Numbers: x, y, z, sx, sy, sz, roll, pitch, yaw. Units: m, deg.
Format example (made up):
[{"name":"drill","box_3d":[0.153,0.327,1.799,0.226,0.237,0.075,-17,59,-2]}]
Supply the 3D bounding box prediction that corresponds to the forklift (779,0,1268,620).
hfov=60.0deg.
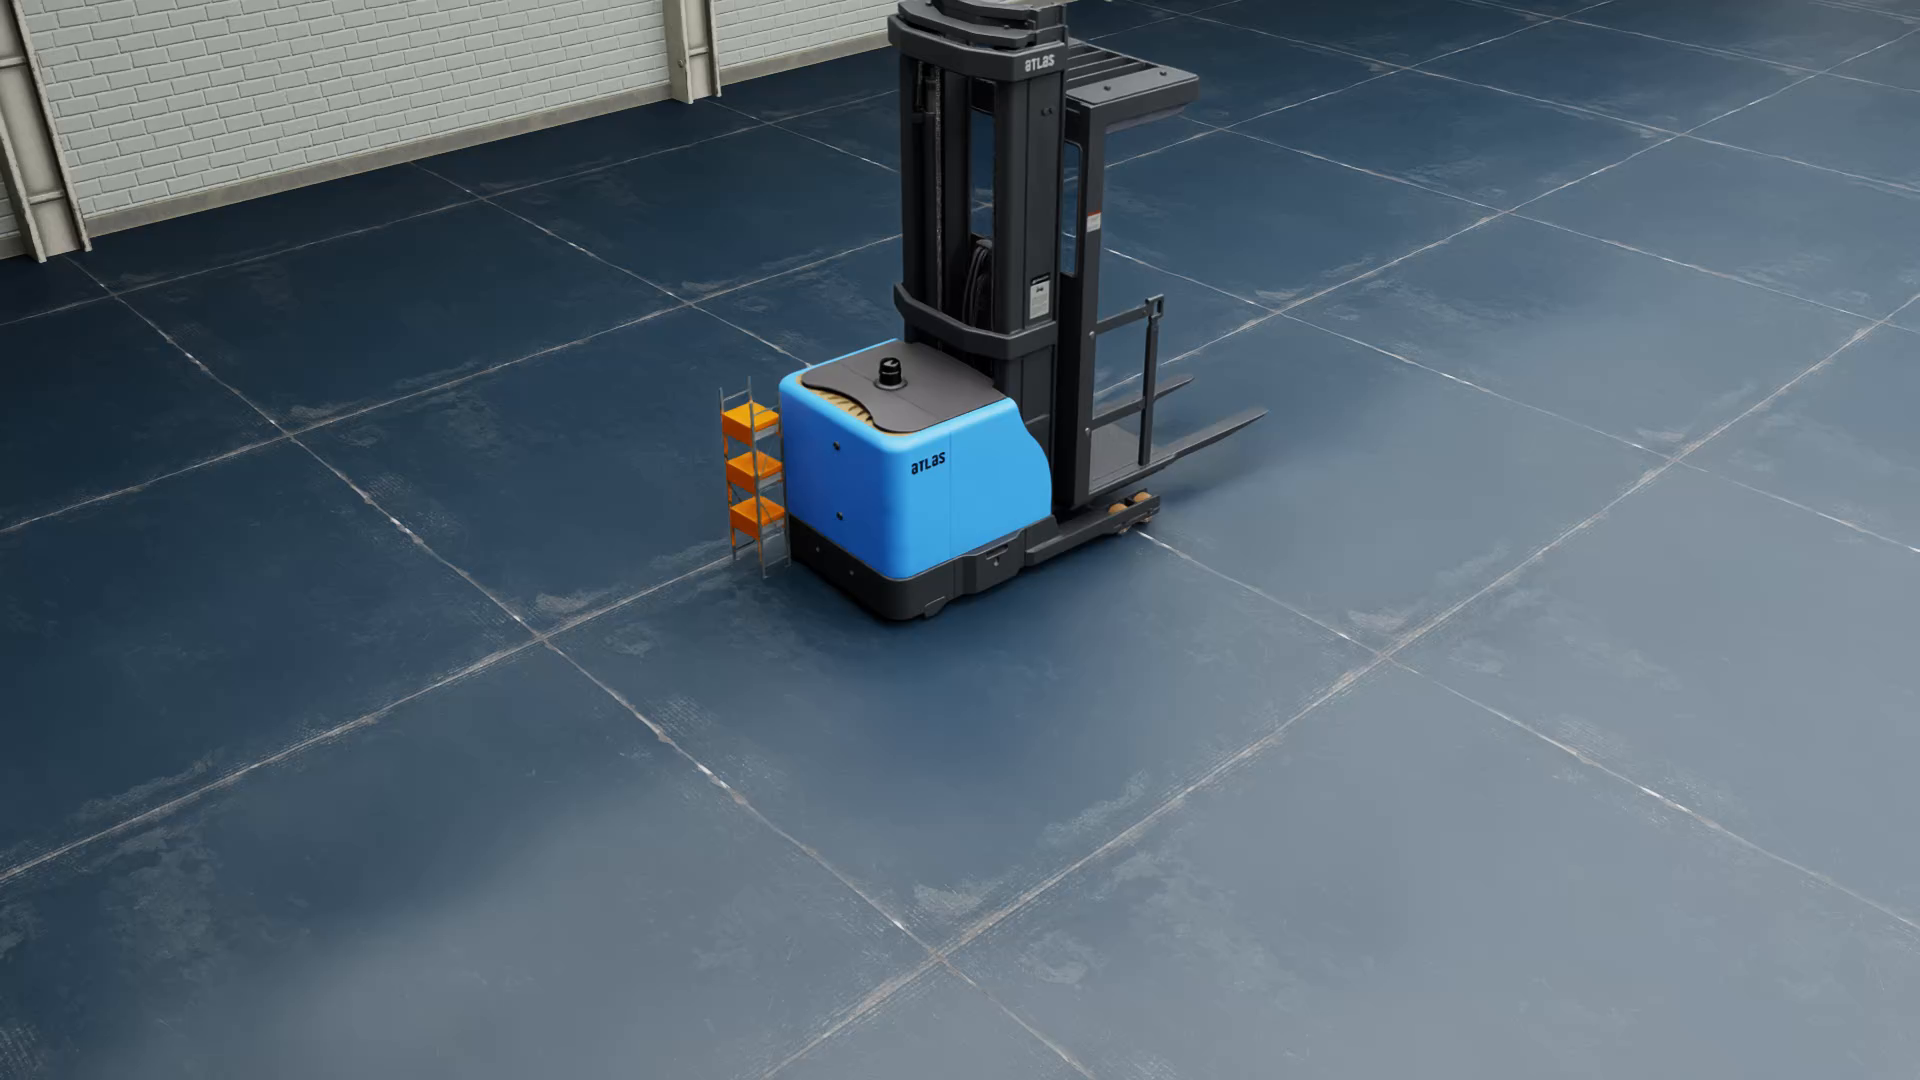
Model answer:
[{"name":"forklift","box_3d":[0.503,-1.475,8.853,3.031,2.935,1.130,-24,39,-33]}]

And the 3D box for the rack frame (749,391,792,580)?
[{"name":"rack frame","box_3d":[-0.987,-0.273,8.691,0.008,1.050,0.200,27,41,37]}]

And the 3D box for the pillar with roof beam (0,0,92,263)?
[{"name":"pillar with roof beam","box_3d":[-4.075,-4.440,7.885,0.400,9.000,9.100,-26,40,-35]}]

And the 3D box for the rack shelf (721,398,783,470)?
[{"name":"rack shelf","box_3d":[-1.074,-0.551,8.621,0.240,0.259,0.215,27,41,37]}]

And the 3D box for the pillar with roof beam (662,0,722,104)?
[{"name":"pillar with roof beam","box_3d":[0.325,-6.568,11.366,0.400,9.000,9.100,-26,40,-35]}]

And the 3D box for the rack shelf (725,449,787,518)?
[{"name":"rack shelf","box_3d":[-1.074,-0.309,8.769,0.240,0.259,0.215,27,41,37]}]

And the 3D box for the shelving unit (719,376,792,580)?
[{"name":"shelving unit","box_3d":[-1.074,-0.318,8.764,0.252,1.050,0.215,27,41,37]}]

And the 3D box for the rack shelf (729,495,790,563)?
[{"name":"rack shelf","box_3d":[-1.074,-0.072,8.914,0.240,0.259,0.215,27,41,37]}]

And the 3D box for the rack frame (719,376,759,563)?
[{"name":"rack frame","box_3d":[-1.161,-0.363,8.837,0.008,1.050,0.200,27,41,37]}]
